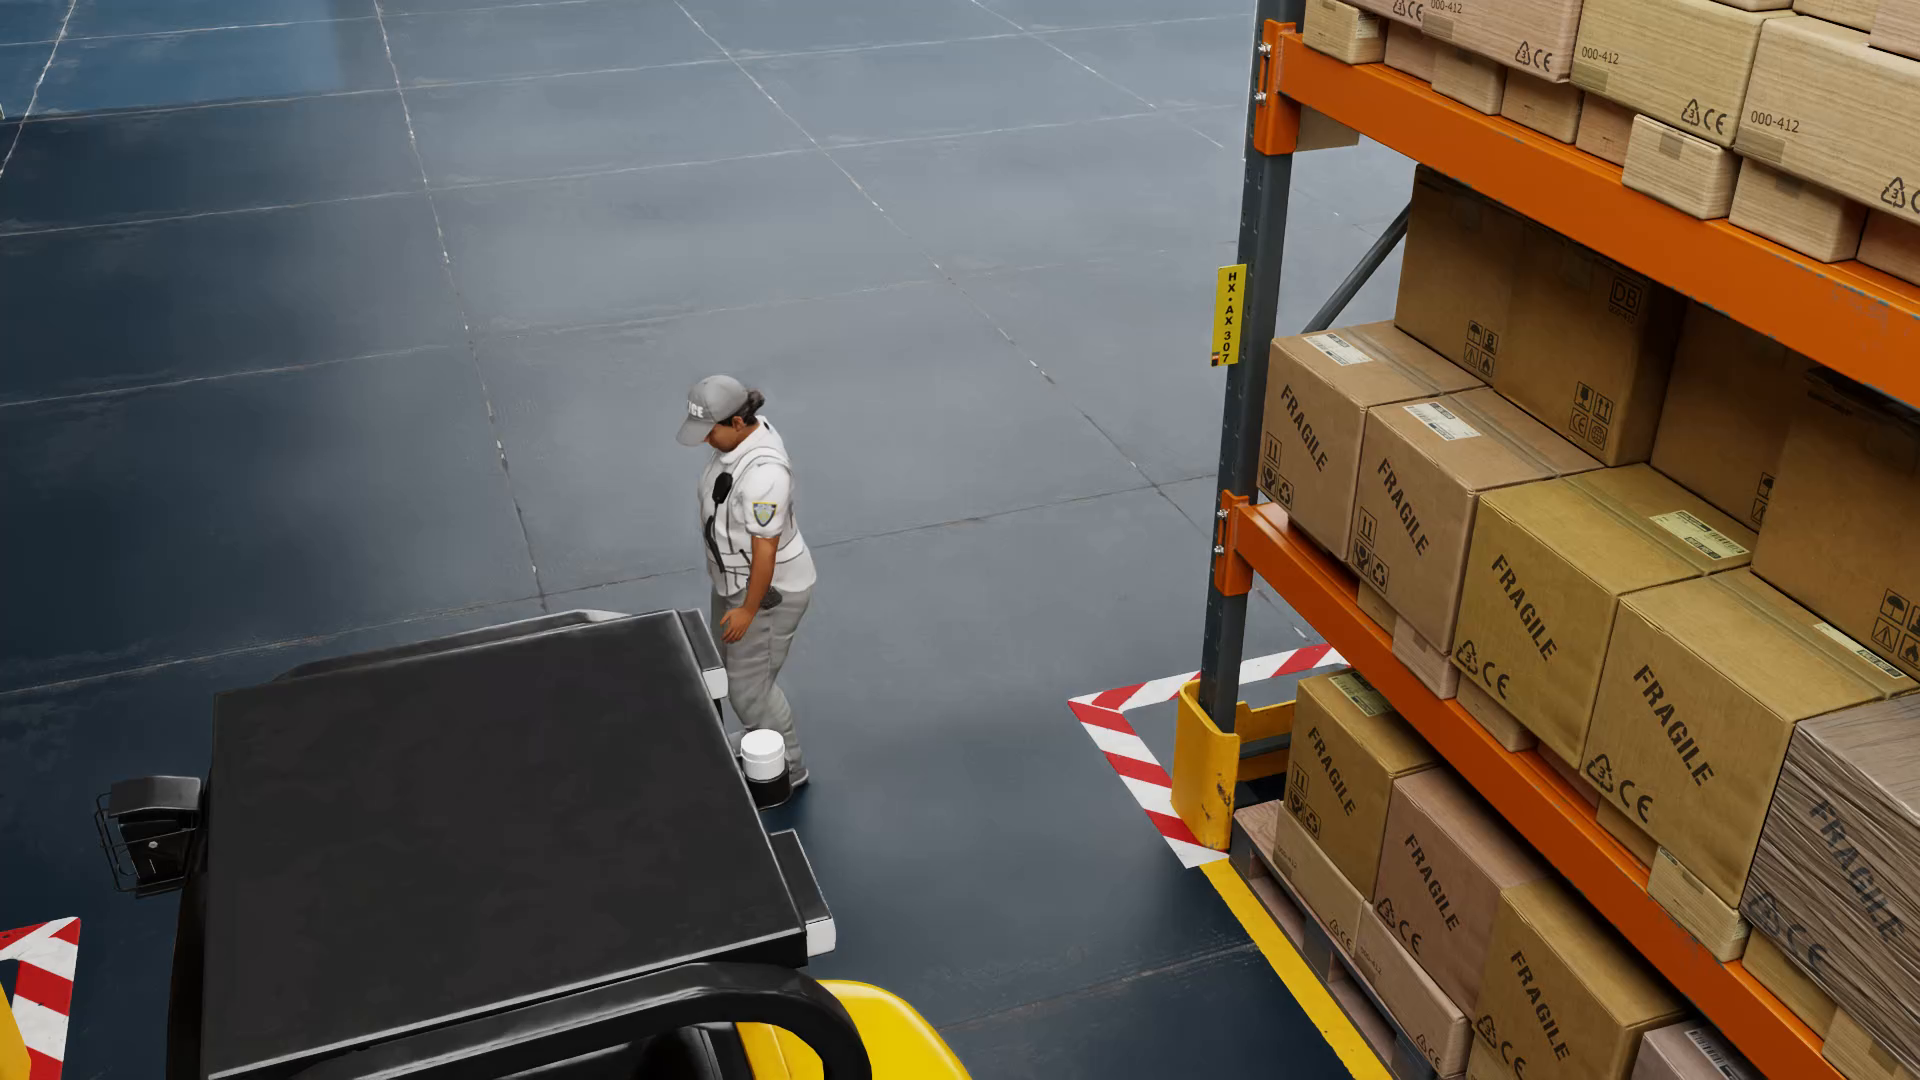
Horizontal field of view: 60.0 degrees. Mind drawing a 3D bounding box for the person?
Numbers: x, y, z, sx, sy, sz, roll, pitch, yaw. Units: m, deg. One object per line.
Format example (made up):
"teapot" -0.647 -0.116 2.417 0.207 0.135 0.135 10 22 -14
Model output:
"person" -0.734 0.166 5.878 0.440 1.638 0.486 -10 31 -16
